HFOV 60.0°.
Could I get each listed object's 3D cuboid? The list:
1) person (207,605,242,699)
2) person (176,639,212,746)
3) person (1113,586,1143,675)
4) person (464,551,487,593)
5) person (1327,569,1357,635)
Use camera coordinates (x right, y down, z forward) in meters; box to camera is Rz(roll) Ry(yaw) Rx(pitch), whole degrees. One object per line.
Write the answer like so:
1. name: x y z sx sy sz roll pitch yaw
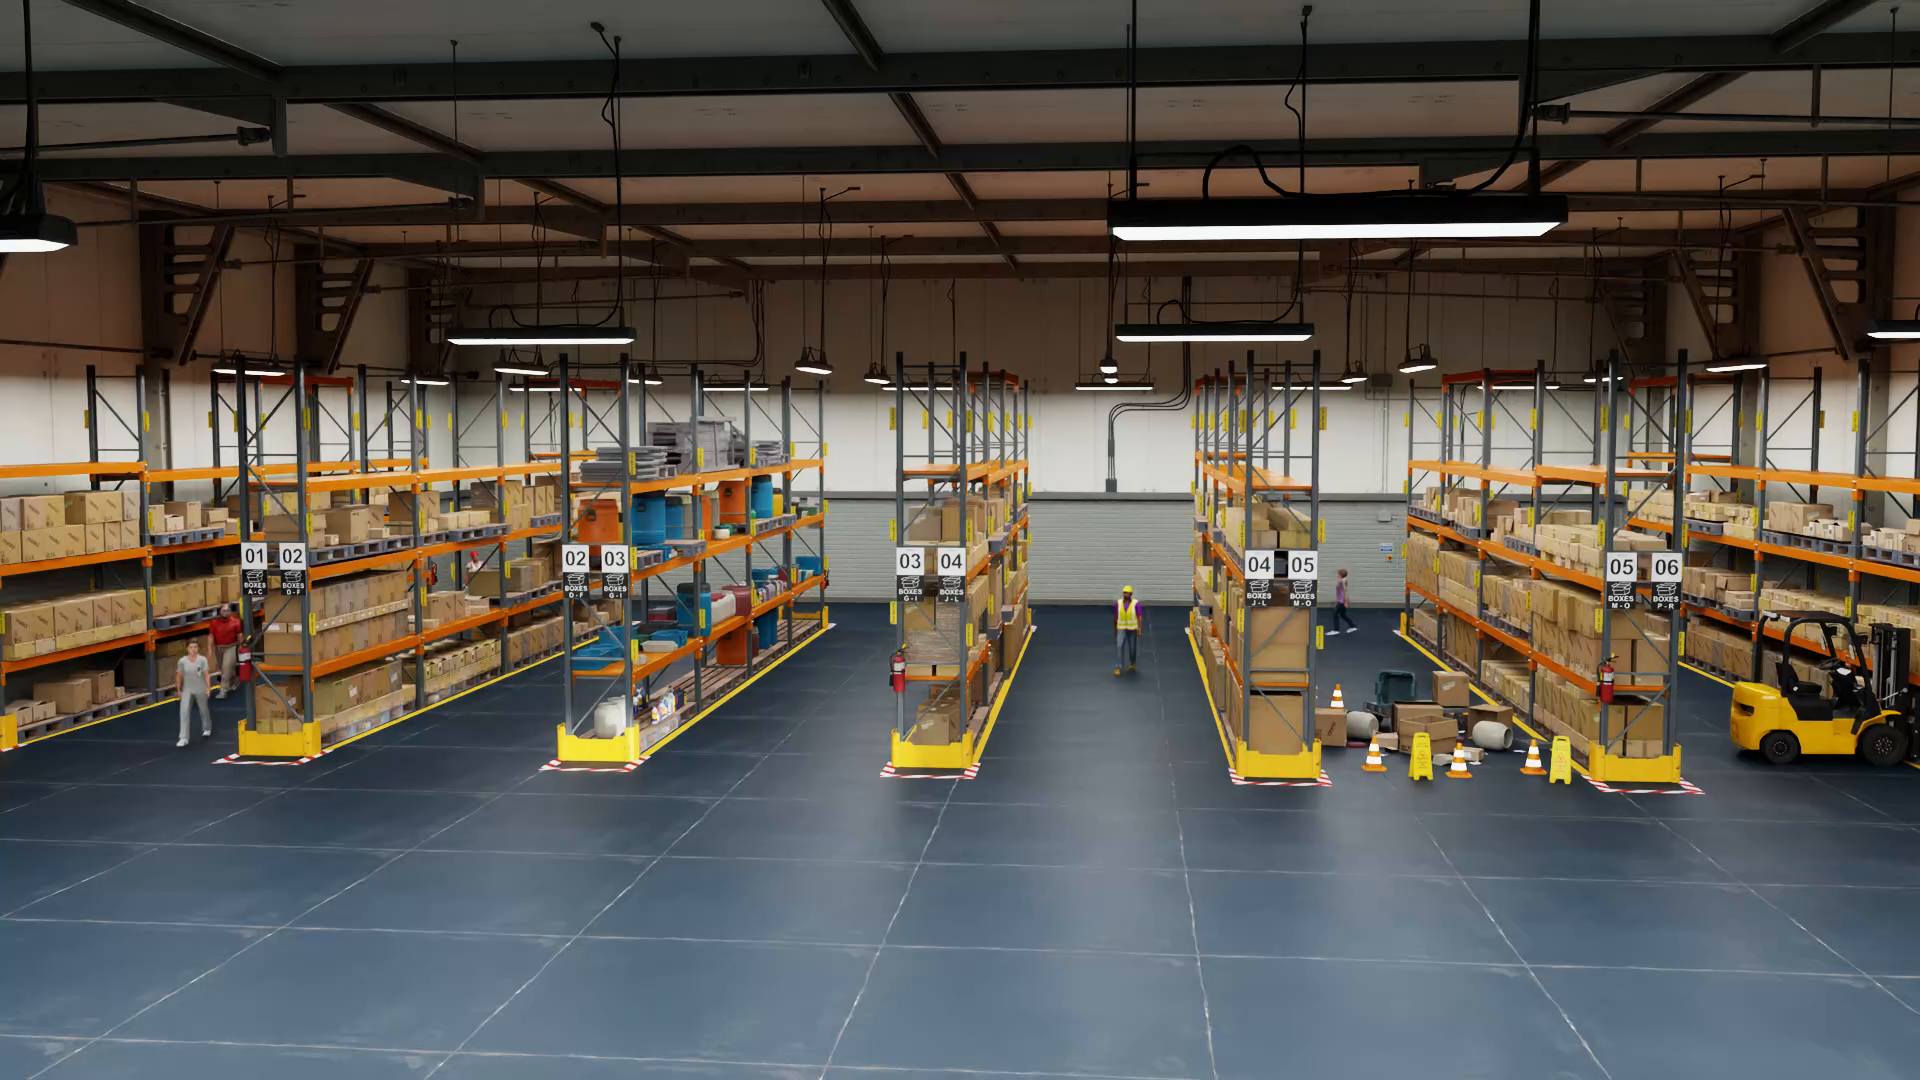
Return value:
1. person: -13.371 1.999 30.255 0.505 1.664 1.110 0 4 5
2. person: -11.898 2.334 25.832 0.520 1.596 1.097 -1 4 -10
3. person: 3.321 1.772 33.012 0.612 1.726 1.005 1 4 14
4. person: -12.089 1.133 41.780 0.630 1.732 0.930 -3 5 -35
5. person: 8.991 1.469 39.068 0.692 1.545 0.476 1 4 14
